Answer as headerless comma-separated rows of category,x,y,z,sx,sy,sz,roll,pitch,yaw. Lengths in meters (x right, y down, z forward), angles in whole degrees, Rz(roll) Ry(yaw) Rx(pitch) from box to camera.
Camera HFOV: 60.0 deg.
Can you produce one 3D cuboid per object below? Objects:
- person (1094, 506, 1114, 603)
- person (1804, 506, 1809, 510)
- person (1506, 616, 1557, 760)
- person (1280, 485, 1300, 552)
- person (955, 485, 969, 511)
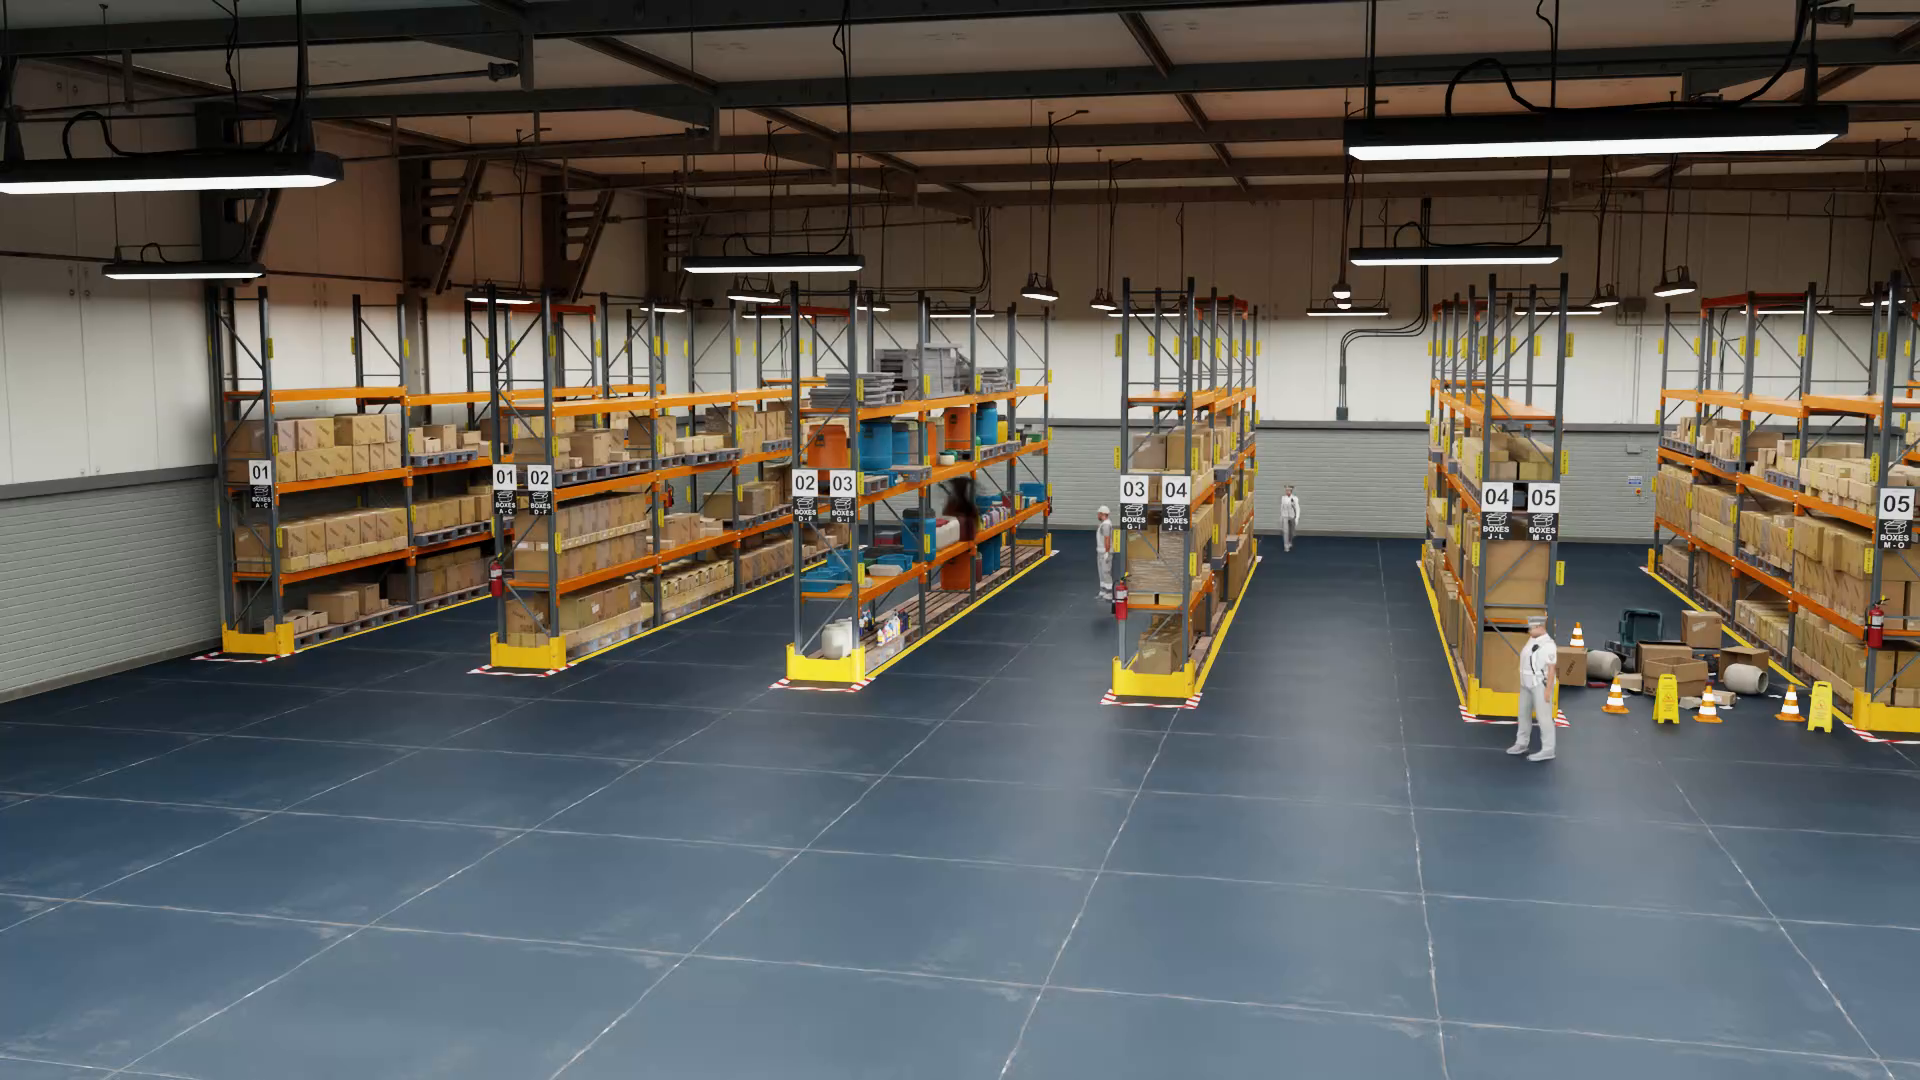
person,2.688,0.258,30.977,0.364,1.795,0.577,-1,7,-11
person,17.816,0.075,35.196,0.423,1.793,0.571,4,8,31
person,7.041,1.792,20.422,0.478,1.742,0.595,-2,7,-19
person,8.195,-0.559,41.297,0.459,1.635,0.932,0,7,3
person,0.051,-0.512,40.726,0.386,1.686,0.503,-3,7,-24
